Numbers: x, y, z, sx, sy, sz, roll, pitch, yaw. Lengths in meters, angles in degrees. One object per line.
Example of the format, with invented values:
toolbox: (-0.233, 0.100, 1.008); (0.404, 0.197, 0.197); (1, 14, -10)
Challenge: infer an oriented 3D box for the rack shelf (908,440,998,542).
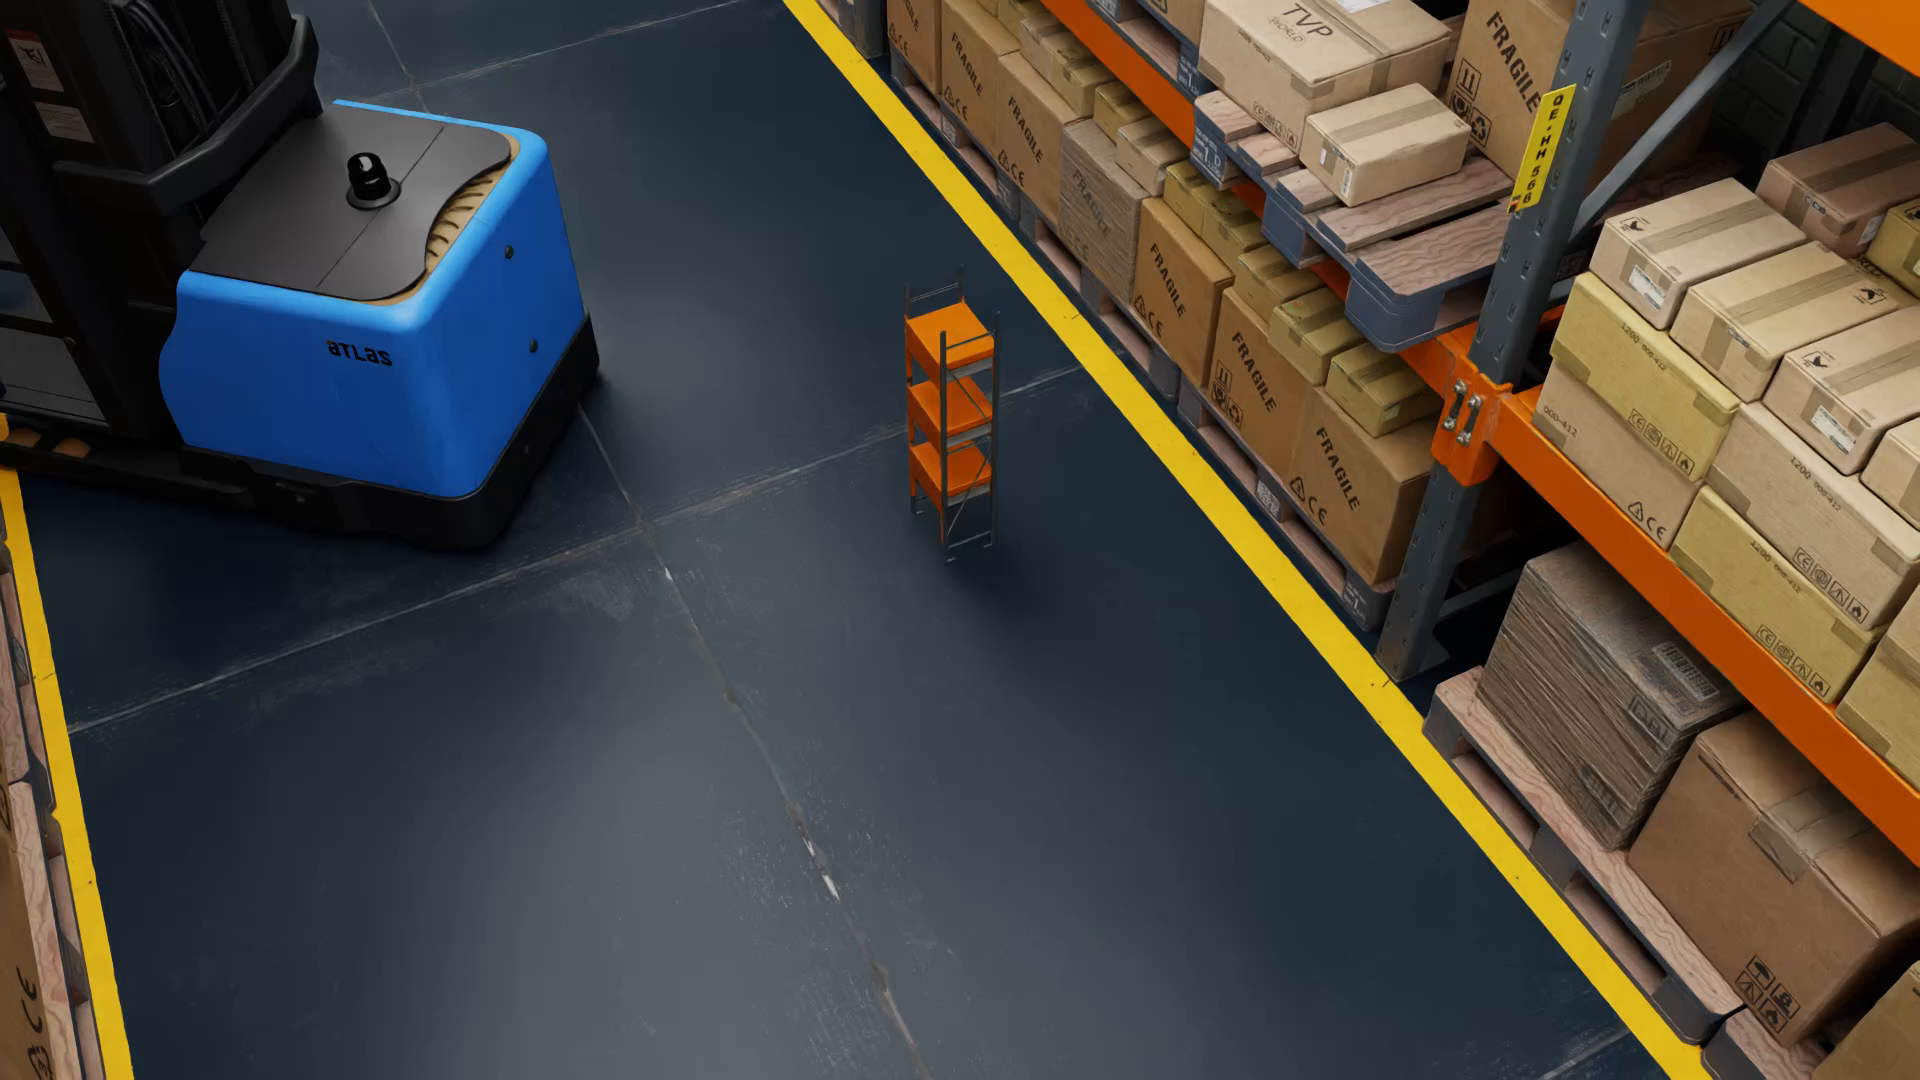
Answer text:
rack shelf: (-0.025, -0.191, 5.603); (0.215, 0.259, 0.240); (-21, 52, -18)

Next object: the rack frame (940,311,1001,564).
rack frame: (0.031, -0.300, 5.315); (0.200, 1.050, 0.008); (-21, 52, -18)

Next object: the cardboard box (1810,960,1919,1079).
cardboard box: (2.704, 1.217, 3.992); (0.875, 0.625, 0.625); (-23, 53, -19)

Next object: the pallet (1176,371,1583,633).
pallet: (1.508, -0.329, 5.897); (1.003, 0.211, 1.213); (-21, 52, -18)

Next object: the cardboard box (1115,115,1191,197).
cardboard box: (0.783, -1.403, 5.935); (0.380, 0.149, 0.250); (-23, 53, -19)

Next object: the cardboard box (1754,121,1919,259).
cardboard box: (2.145, -0.833, 3.988); (0.380, 0.149, 0.250); (-20, 52, -16)

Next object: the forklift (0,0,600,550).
forklift: (-2.926, -1.541, 5.151); (3.031, 2.935, 1.130); (11, 50, 10)

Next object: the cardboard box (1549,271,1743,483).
cardboard box: (1.780, -0.460, 3.927); (0.500, 0.250, 0.500); (-21, 52, -18)

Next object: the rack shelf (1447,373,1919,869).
rack shelf: (2.731, 0.841, 3.499); (1.077, 0.370, 4.000); (-21, 52, -18)

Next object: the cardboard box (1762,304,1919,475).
cardboard box: (1.964, -0.324, 3.544); (0.380, 0.149, 0.250); (-20, 52, -17)

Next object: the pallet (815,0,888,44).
pallet: (-0.328, -2.953, 8.193); (1.003, 0.211, 1.213); (-21, 52, -18)

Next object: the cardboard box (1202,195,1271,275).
cardboard box: (1.051, -1.062, 5.637); (0.380, 0.149, 0.250); (-20, 52, -16)

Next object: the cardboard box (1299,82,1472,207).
cardboard box: (1.174, -1.097, 4.605); (0.380, 0.149, 0.250); (-20, 52, -17)

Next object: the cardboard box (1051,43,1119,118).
cardboard box: (0.567, -1.756, 6.244); (0.380, 0.149, 0.250); (-19, 52, -16)

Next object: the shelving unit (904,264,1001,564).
shelving unit: (-0.025, -0.381, 5.386); (0.215, 1.050, 0.252); (-21, 52, -18)

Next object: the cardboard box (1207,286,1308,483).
cardboard box: (1.212, -0.597, 5.661); (0.500, 0.500, 0.500); (-22, 52, -18)

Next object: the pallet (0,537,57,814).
pallet: (-3.444, 0.527, 5.149); (1.003, 0.211, 1.213); (-21, 52, -18)

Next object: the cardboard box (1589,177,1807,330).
cardboard box: (1.700, -0.666, 3.842); (0.380, 0.149, 0.250); (-20, 52, -16)

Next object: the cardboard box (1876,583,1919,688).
cardboard box: (2.253, 0.224, 3.329); (0.500, 0.250, 0.500); (-22, 53, -18)

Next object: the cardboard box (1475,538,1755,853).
cardboard box: (2.089, 0.332, 4.766); (0.875, 0.625, 0.625); (-20, 52, -16)

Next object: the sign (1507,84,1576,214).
sign: (1.338, -0.896, 3.824); (0.100, 0.325, 0.005); (-21, 52, -18)

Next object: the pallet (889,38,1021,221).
pallet: (0.392, -1.962, 7.326); (1.003, 0.211, 1.213); (-21, 52, -18)

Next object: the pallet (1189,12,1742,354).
pallet: (1.444, -1.100, 4.847); (1.213, 0.211, 1.003); (-21, 52, -18)

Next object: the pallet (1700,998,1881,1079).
pallet: (2.712, 1.564, 4.242); (1.003, 0.211, 1.213); (-21, 52, -18)

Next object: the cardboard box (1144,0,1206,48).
cardboard box: (0.905, -1.935, 5.102); (0.797, 0.503, 0.637); (-22, 52, -18)

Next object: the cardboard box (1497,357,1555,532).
cardboard box: (1.873, -0.428, 5.513); (0.500, 0.500, 0.500); (-19, 52, -16)

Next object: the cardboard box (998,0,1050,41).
cardboard box: (0.374, -2.103, 6.547); (0.380, 0.149, 0.250); (-22, 52, -18)

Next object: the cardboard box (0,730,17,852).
cardboard box: (-3.242, 0.450, 4.496); (0.875, 0.875, 0.875); (-21, 52, -17)

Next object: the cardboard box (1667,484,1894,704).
cardboard box: (2.028, 0.035, 3.826); (0.500, 0.250, 0.500); (-22, 52, -18)

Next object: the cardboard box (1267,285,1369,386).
cardboard box: (1.212, -0.678, 5.301); (0.380, 0.149, 0.250); (-24, 53, -19)

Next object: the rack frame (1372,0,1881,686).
rack frame: (1.816, -0.734, 4.399); (1.000, 3.000, 0.127); (-21, 52, -18)

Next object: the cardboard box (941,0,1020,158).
cardboard box: (0.259, -1.972, 6.864); (0.500, 0.500, 0.500); (-22, 52, -18)

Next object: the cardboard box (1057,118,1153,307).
cardboard box: (0.716, -1.287, 6.265); (0.500, 0.500, 0.500); (-23, 53, -19)

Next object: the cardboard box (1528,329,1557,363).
cardboard box: (1.855, -0.719, 5.337); (0.380, 0.149, 0.250); (-19, 51, -16)
